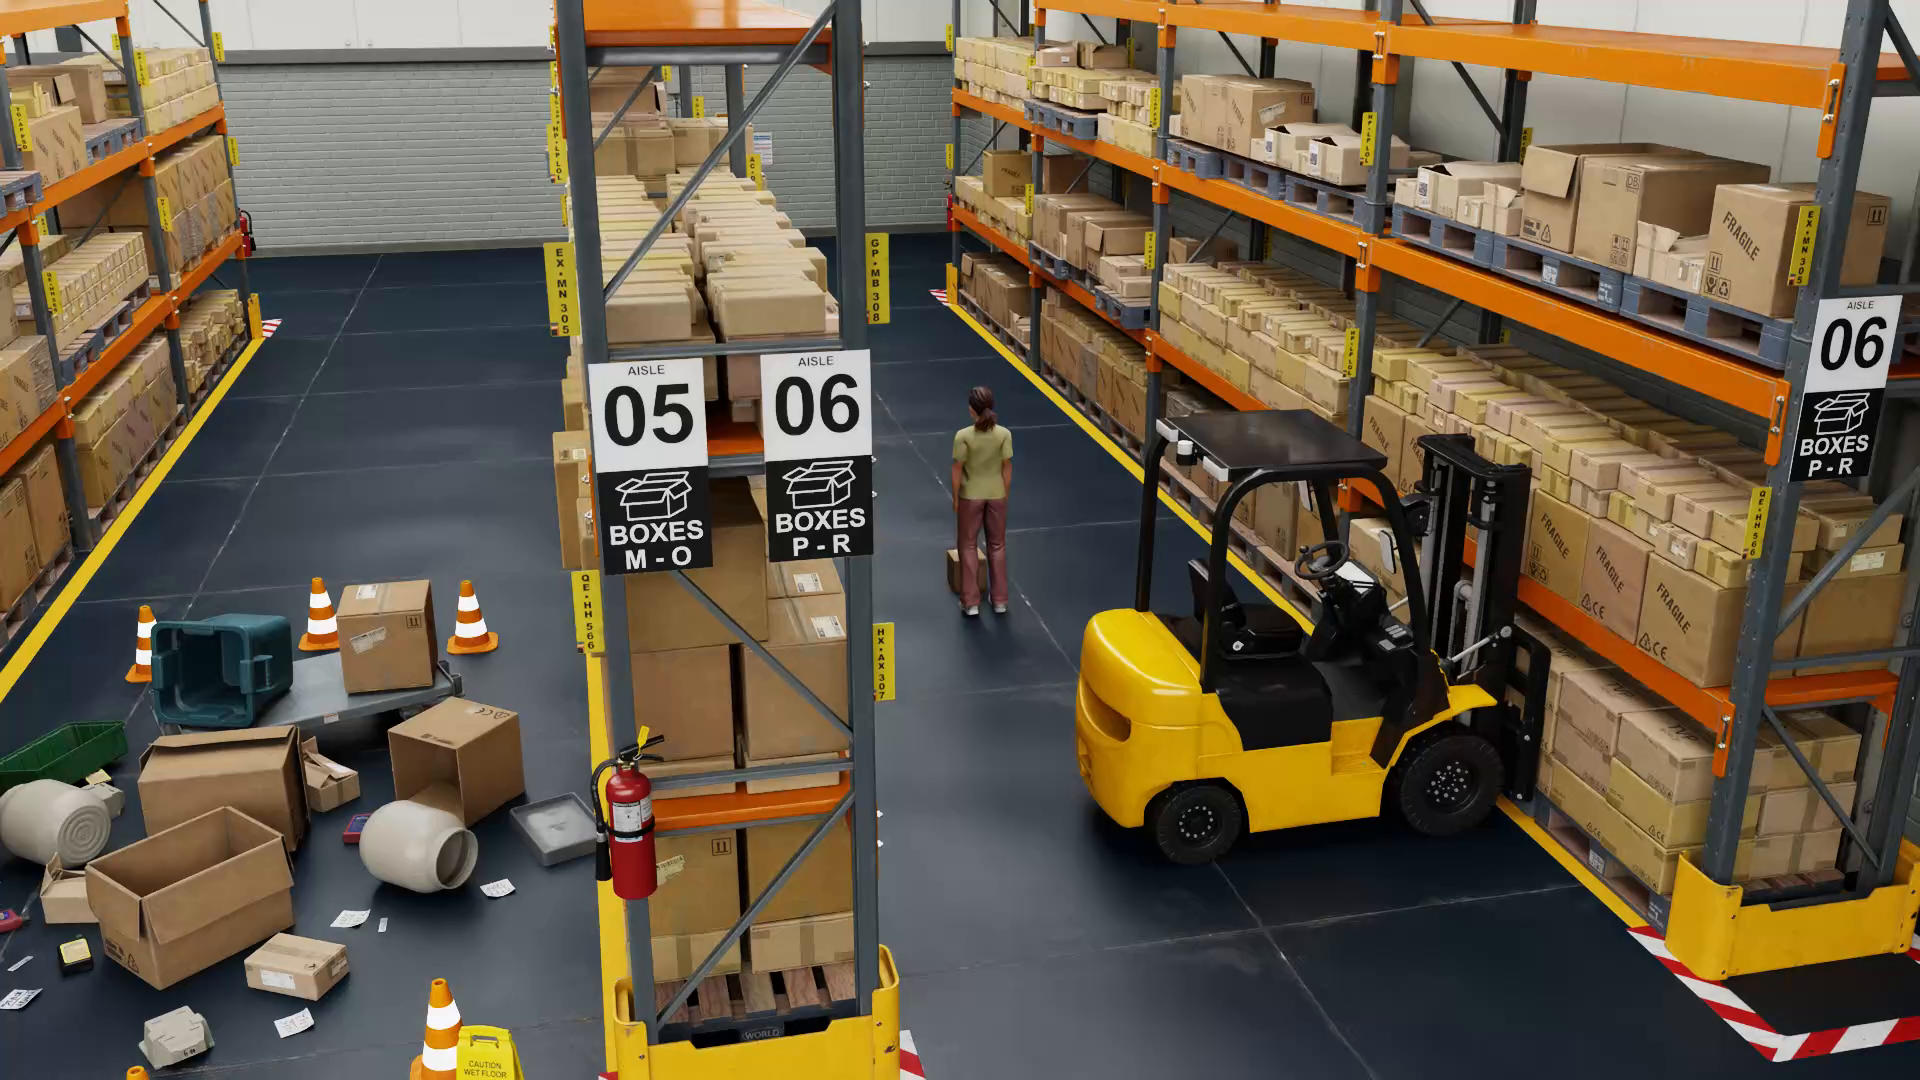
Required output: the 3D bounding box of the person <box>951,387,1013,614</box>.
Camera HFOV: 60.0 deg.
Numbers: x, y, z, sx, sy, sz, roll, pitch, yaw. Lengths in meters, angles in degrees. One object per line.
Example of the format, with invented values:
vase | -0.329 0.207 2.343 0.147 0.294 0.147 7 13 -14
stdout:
person | 0.151 -0.276 11.865 0.443 1.680 0.362 -4 20 -11
